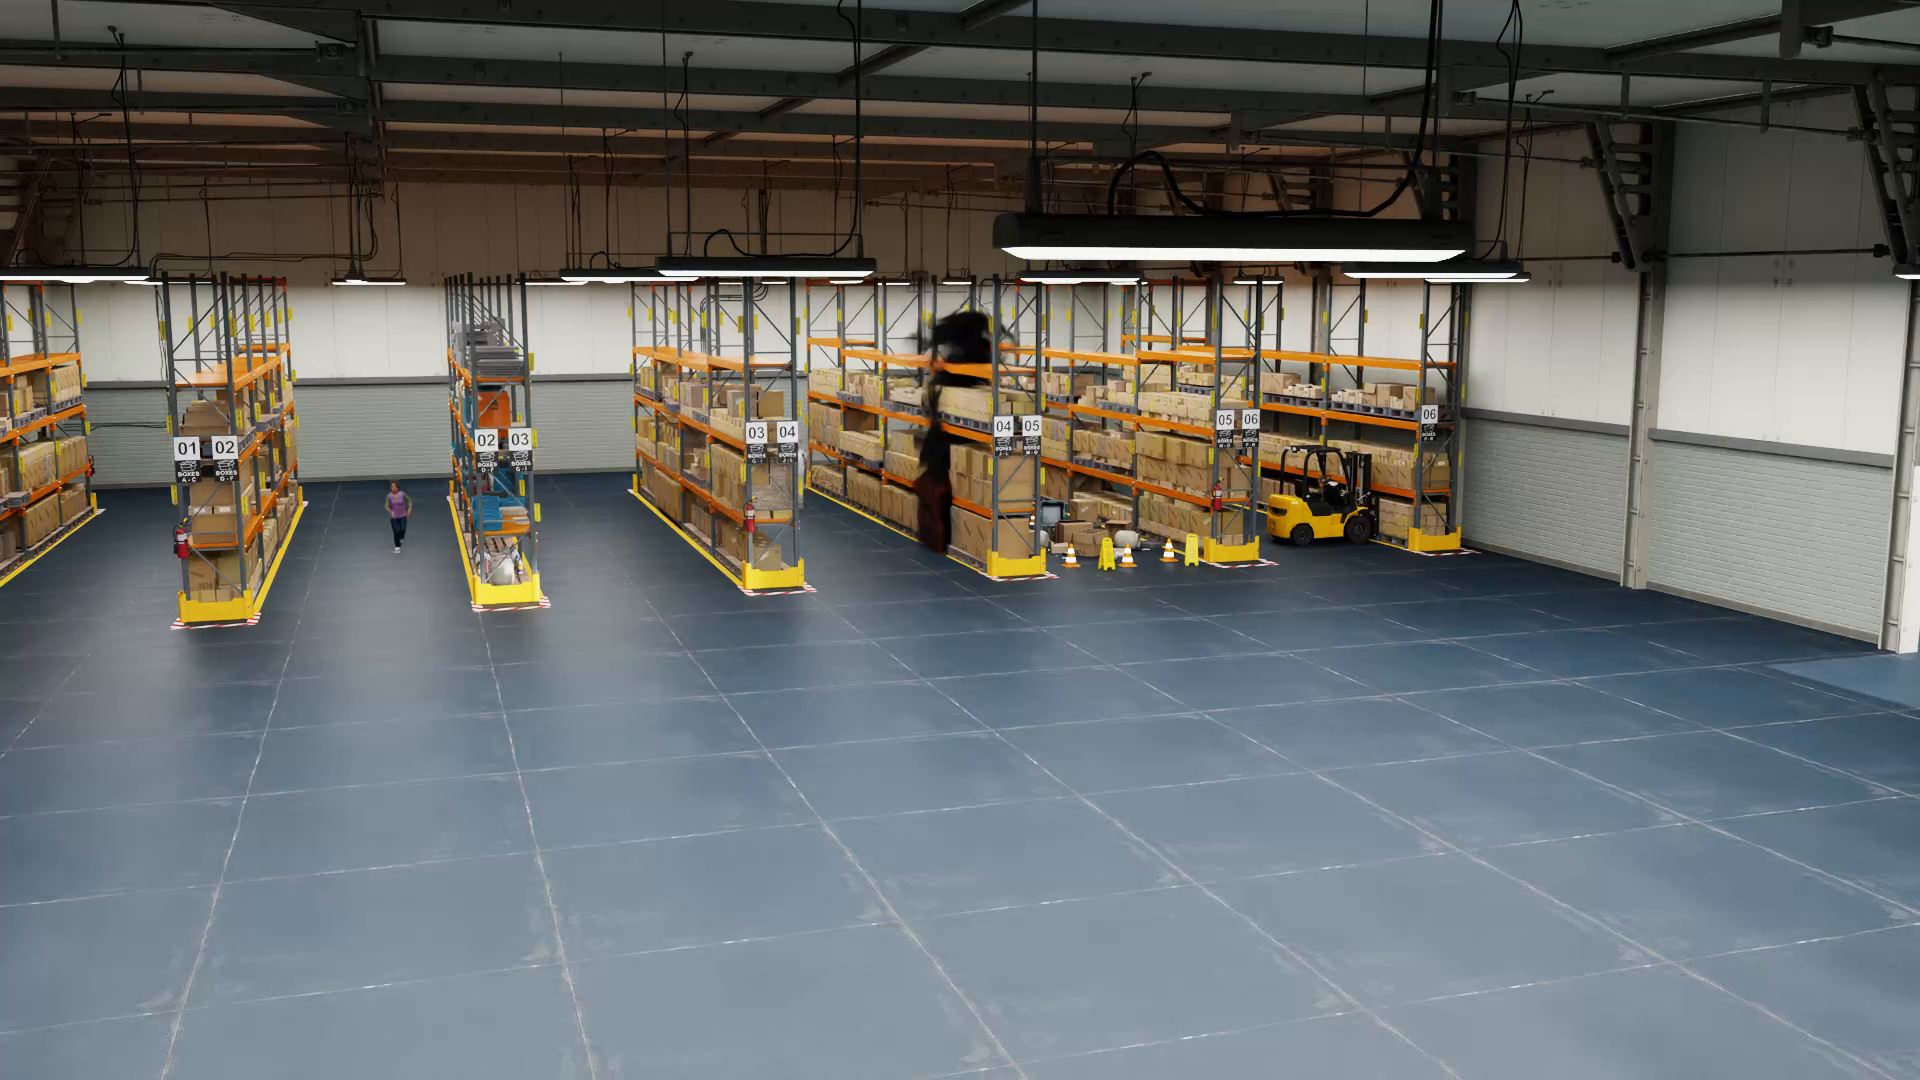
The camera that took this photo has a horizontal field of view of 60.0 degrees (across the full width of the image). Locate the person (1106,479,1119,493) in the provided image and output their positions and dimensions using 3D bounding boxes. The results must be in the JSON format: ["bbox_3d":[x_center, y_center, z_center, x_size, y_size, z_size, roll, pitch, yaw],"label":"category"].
[{"bbox_3d":[4.106,-1.999,45.163,0.662,1.770,0.993,-3,9,-22],"label":"person"}]

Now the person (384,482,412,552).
[{"bbox_3d":[-12.208,-0.481,36.171,0.566,1.543,0.643,-3,9,-16],"label":"person"}]

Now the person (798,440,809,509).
[{"bbox_3d":[-4.289,-1.747,43.801,0.687,1.798,0.863,-2,9,-16],"label":"person"}]
